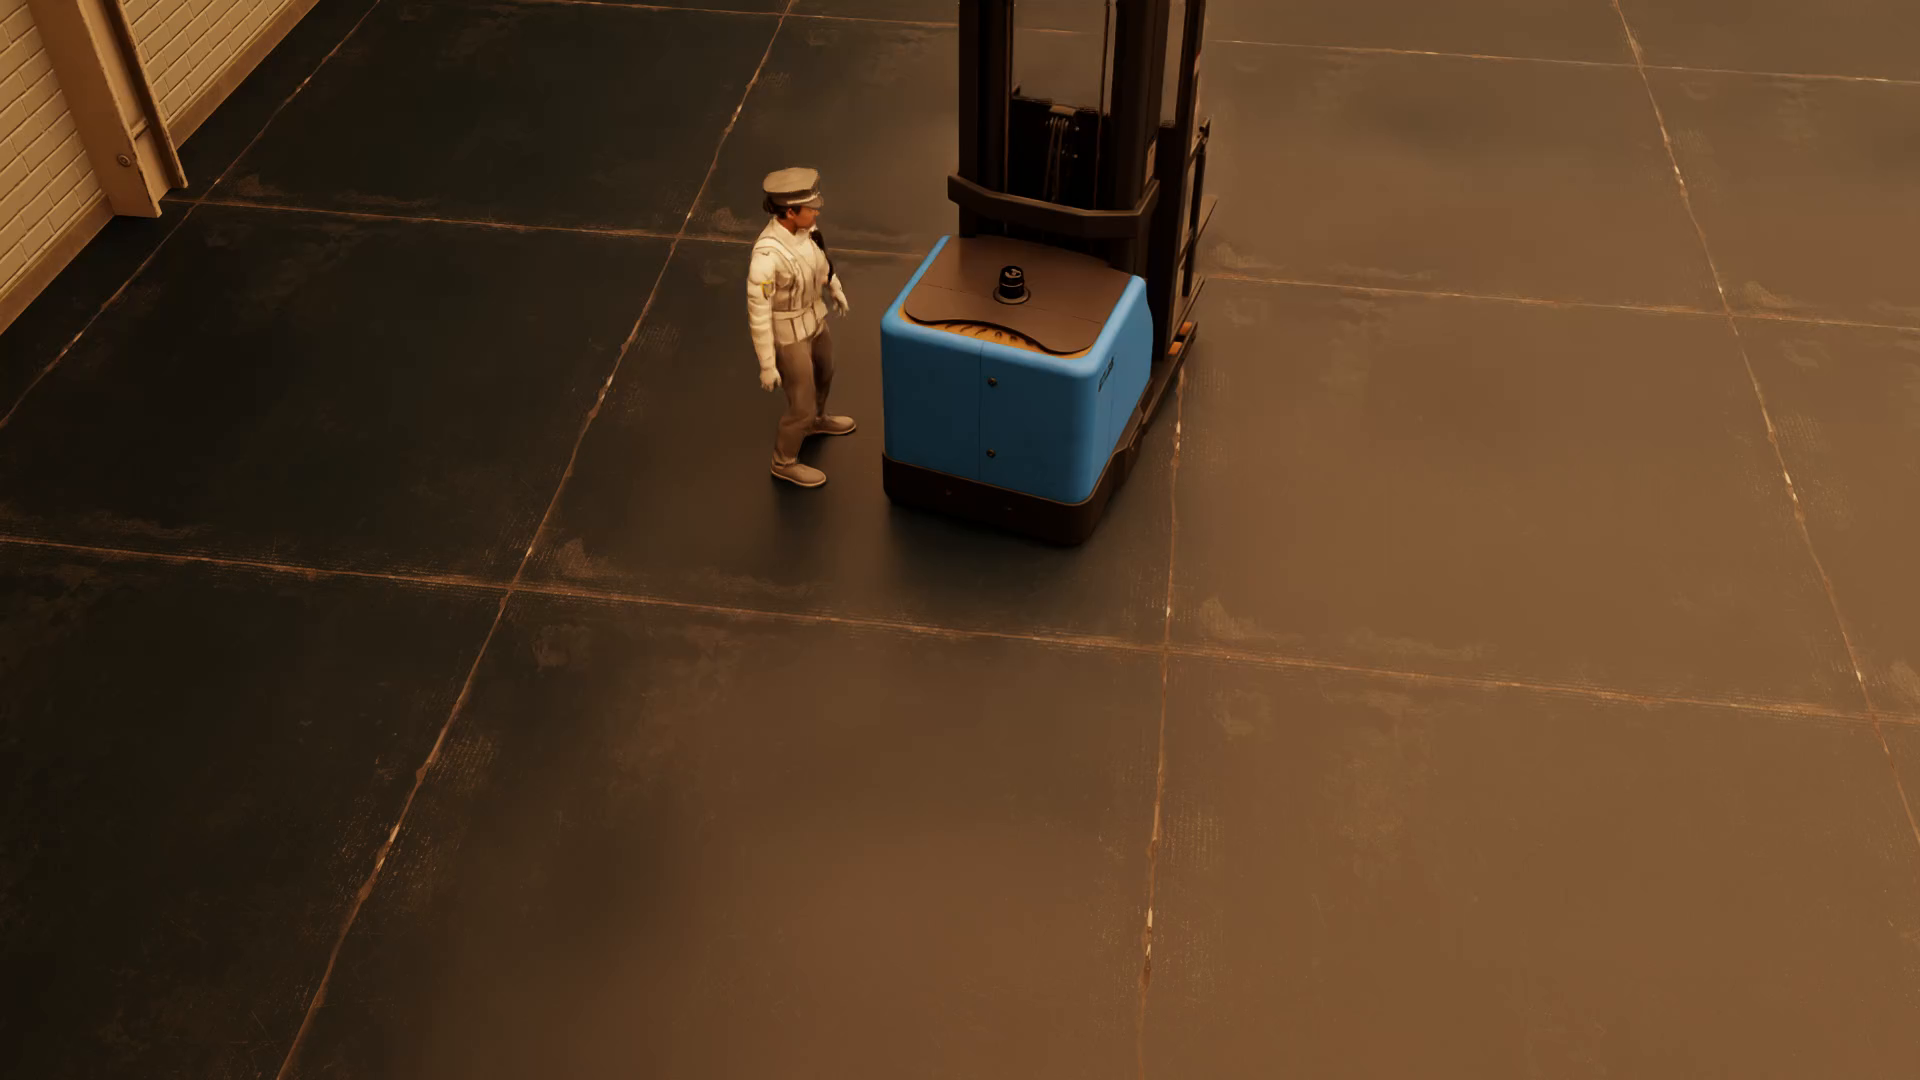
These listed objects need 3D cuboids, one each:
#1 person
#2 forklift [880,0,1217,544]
[{"bbox_3d":[-0.754,-0.995,7.763,0.341,1.644,0.715,14,44,14],"label":"person"},{"bbox_3d":[0.638,-2.069,7.977,1.130,2.935,3.031,15,45,16],"label":"forklift"}]
